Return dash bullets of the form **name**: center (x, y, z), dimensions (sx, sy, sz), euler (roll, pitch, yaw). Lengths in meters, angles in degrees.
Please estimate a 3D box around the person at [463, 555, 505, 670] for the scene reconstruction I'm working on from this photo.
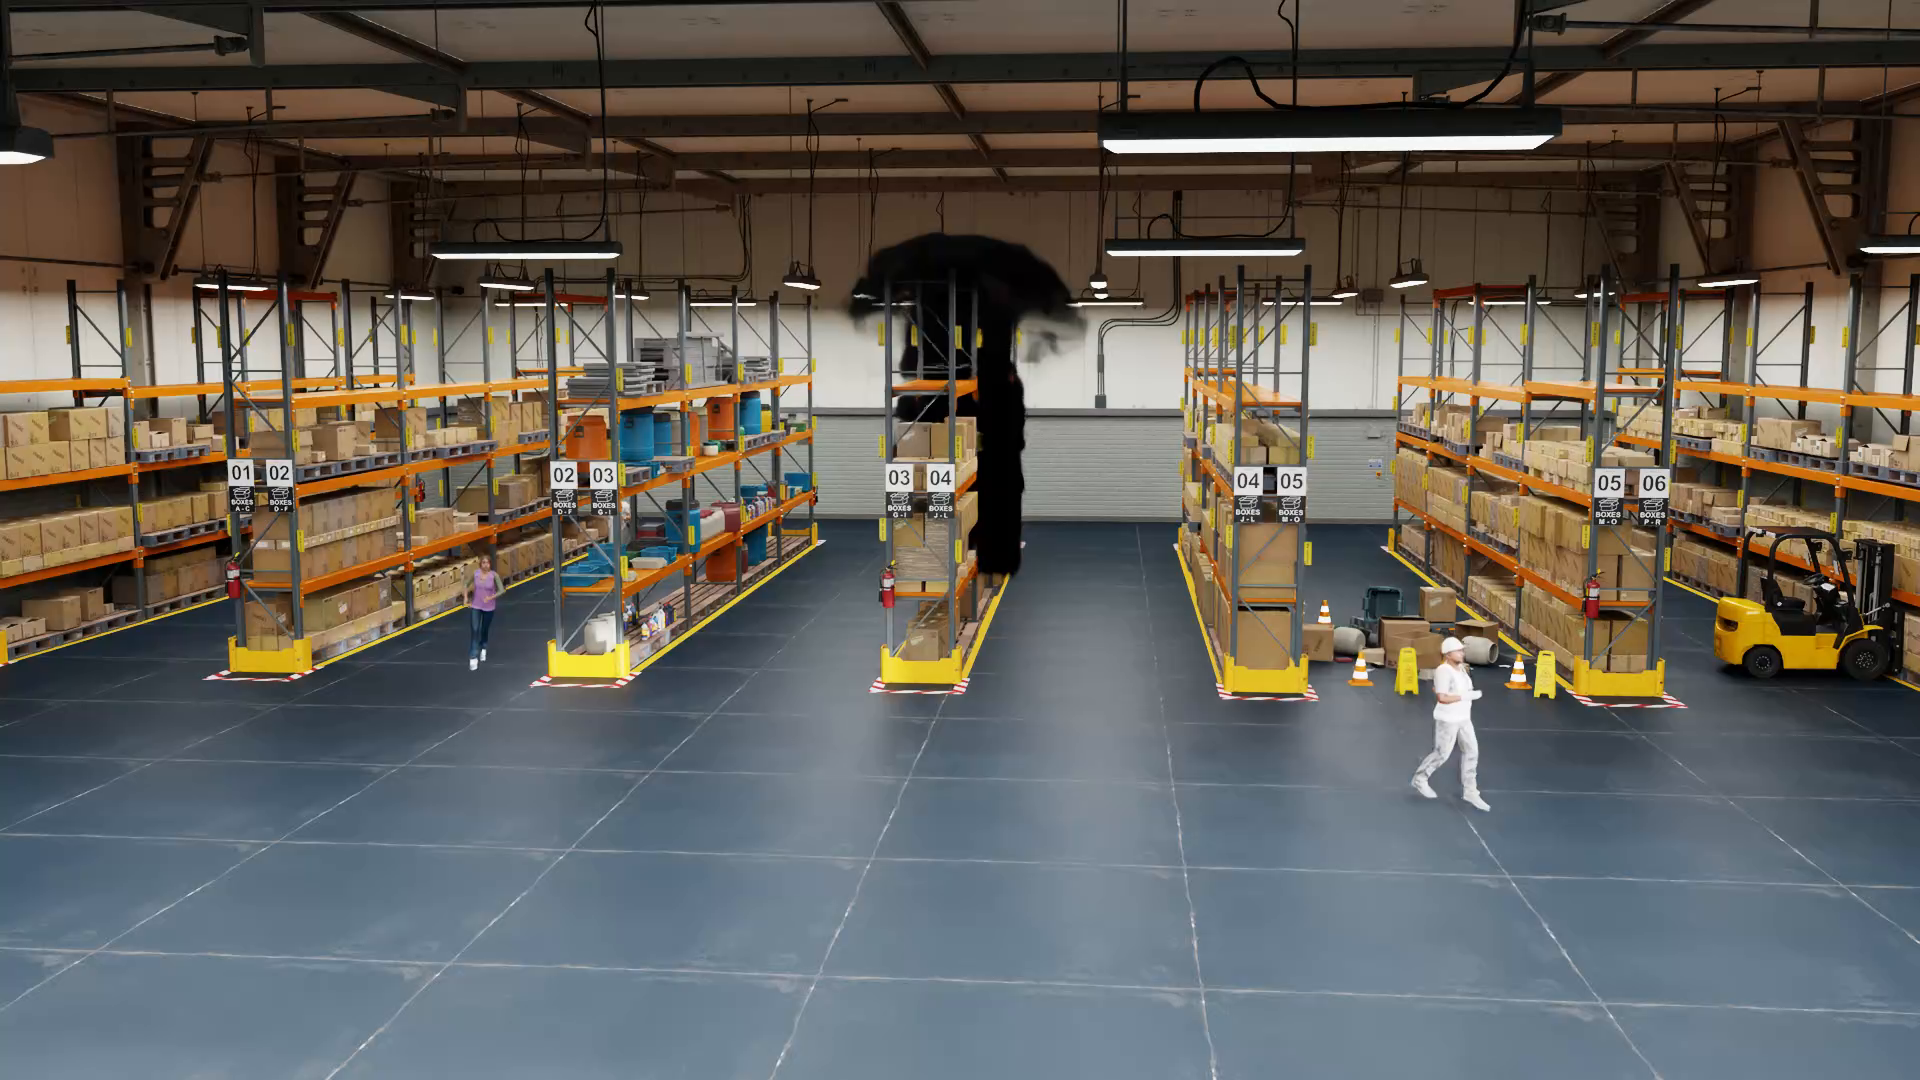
- **person**: center (-6.909, 1.019, 24.130), dimensions (0.598, 1.617, 0.739), euler (-1, 7, -8)

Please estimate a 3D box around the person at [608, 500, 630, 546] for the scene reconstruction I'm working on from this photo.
- **person**: center (-7.088, -0.243, 34.676), dimensions (0.601, 1.655, 0.791), euler (1, 7, 5)

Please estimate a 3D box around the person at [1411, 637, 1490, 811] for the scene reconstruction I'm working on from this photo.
- **person**: center (5.266, 1.947, 17.769), dimensions (0.813, 1.823, 0.662), euler (7, 10, 43)
